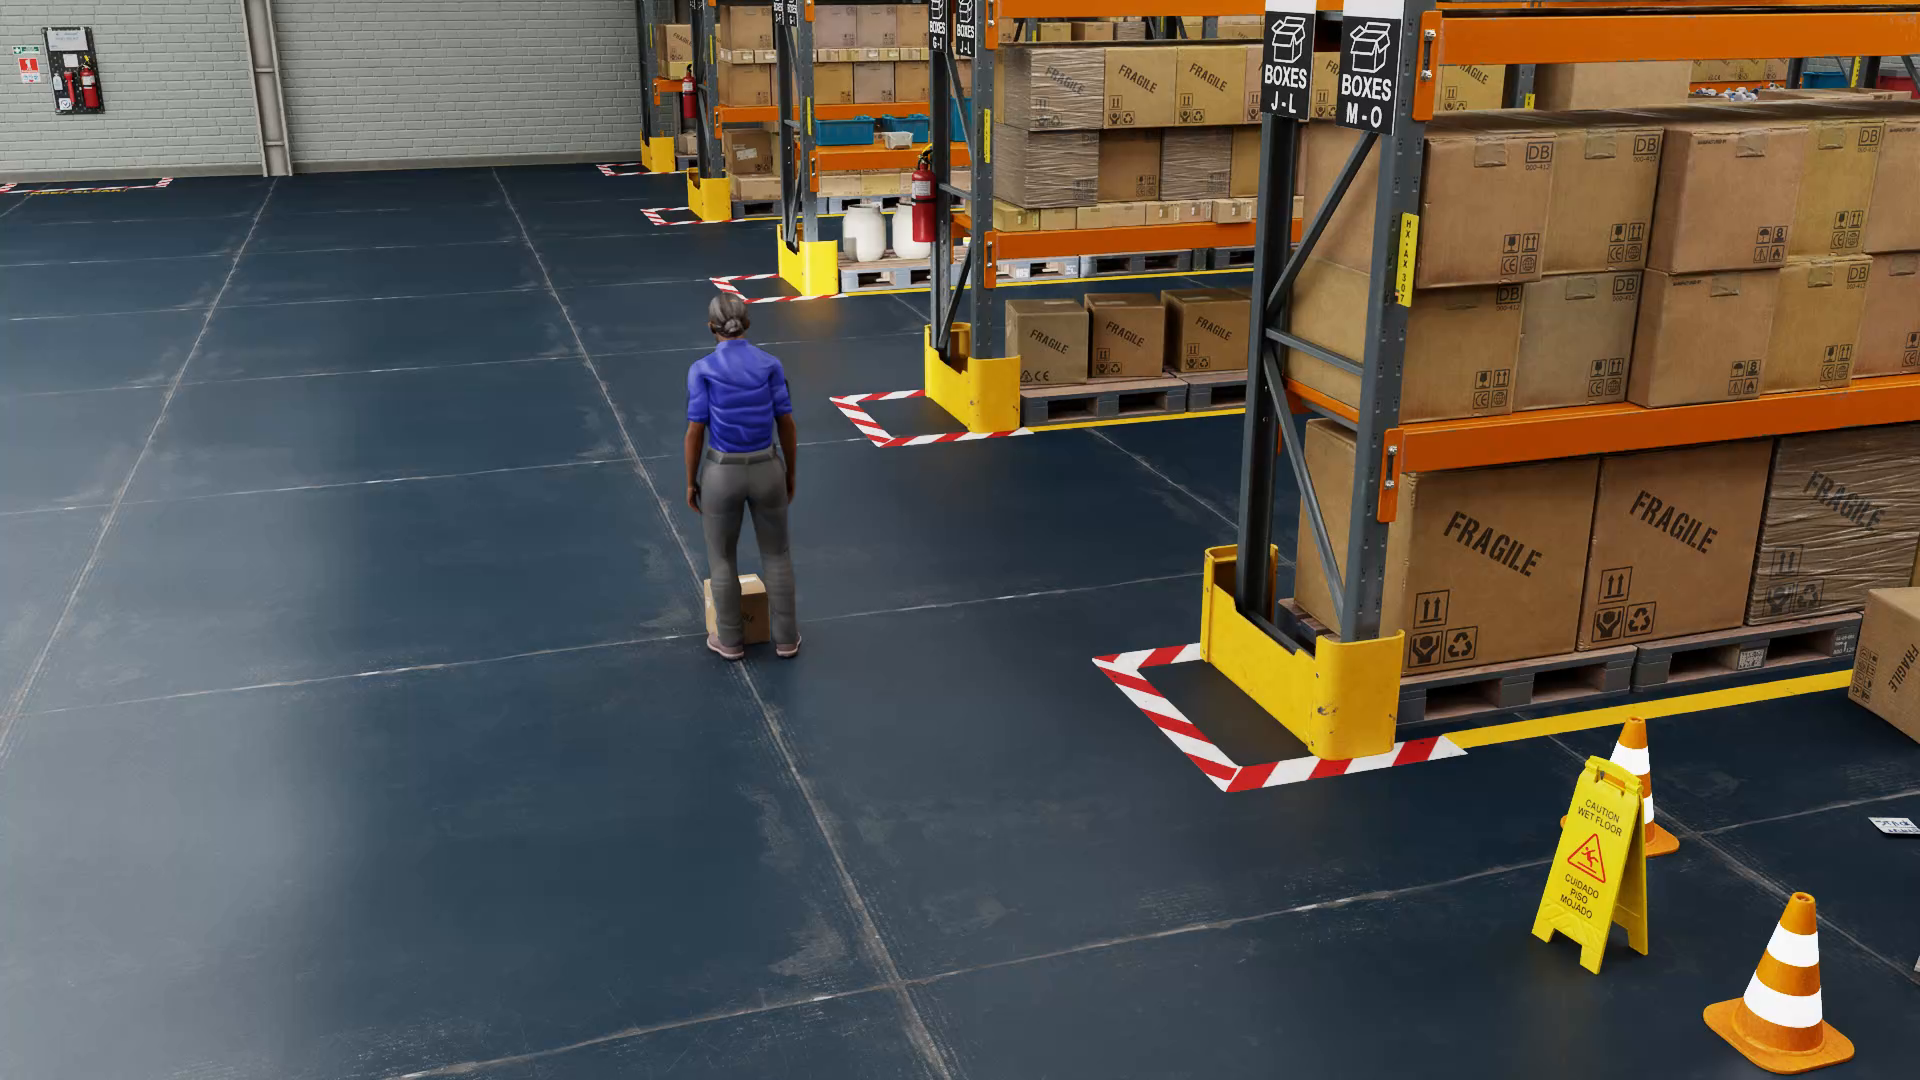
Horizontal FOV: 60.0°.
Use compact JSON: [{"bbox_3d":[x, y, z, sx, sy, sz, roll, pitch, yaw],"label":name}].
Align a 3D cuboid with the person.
[{"bbox_3d":[-0.960,-0.268,7.337,0.505,1.655,0.392,-6,20,-17],"label":"person"}]
